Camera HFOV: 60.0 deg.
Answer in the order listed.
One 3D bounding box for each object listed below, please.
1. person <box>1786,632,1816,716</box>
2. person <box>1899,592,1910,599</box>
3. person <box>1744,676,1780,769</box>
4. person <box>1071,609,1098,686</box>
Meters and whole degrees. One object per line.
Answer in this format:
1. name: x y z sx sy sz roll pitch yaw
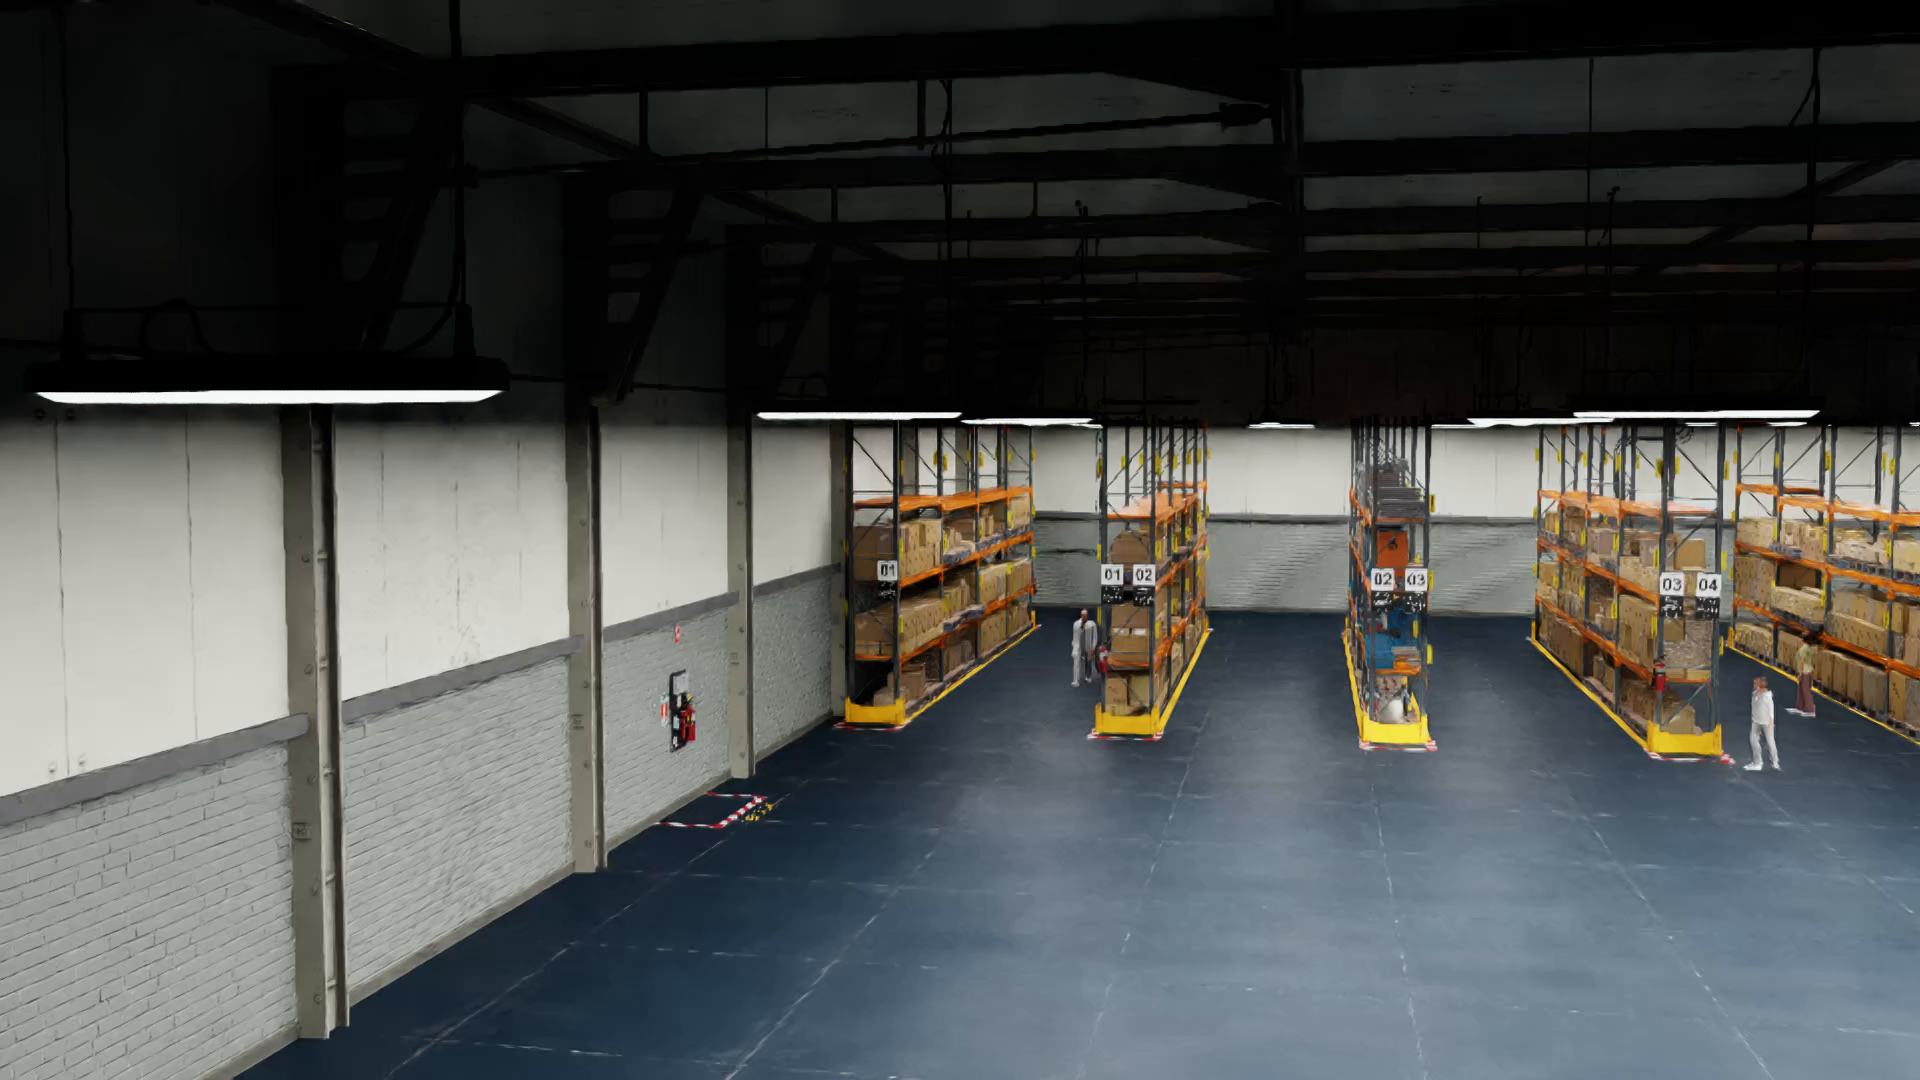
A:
1. person: 16.848 2.657 33.260 0.570 1.666 0.567 3 5 38
2. person: 22.922 2.122 40.433 0.577 1.785 0.655 4 5 43
3. person: 13.541 3.078 27.987 0.518 1.579 0.469 -2 4 -22
4. person: 2.767 2.381 37.074 0.589 1.697 1.174 1 4 11
